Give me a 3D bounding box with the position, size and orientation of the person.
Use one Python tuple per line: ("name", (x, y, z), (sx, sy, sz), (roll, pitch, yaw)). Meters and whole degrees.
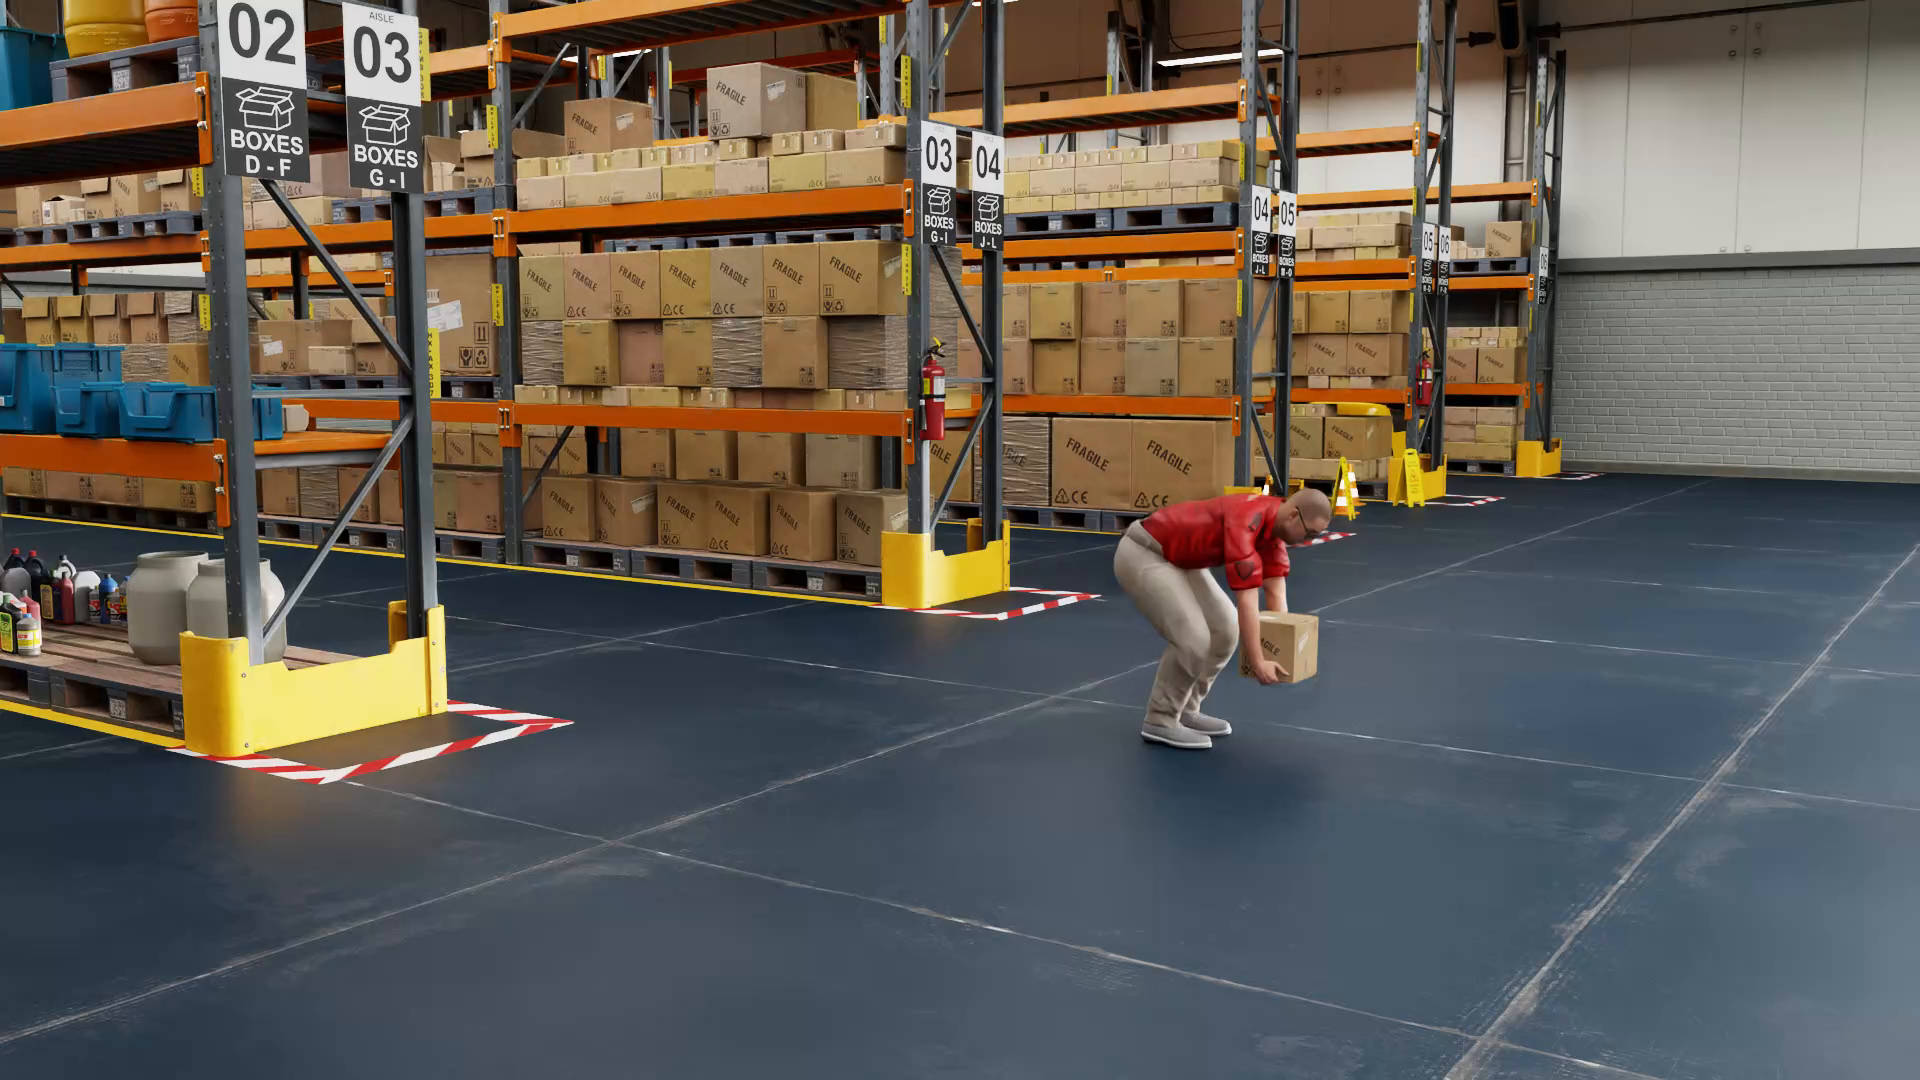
("person", (1.129, 0.324, 7.166), (0.937, 1.129, 0.516), (4, 7, 31))
